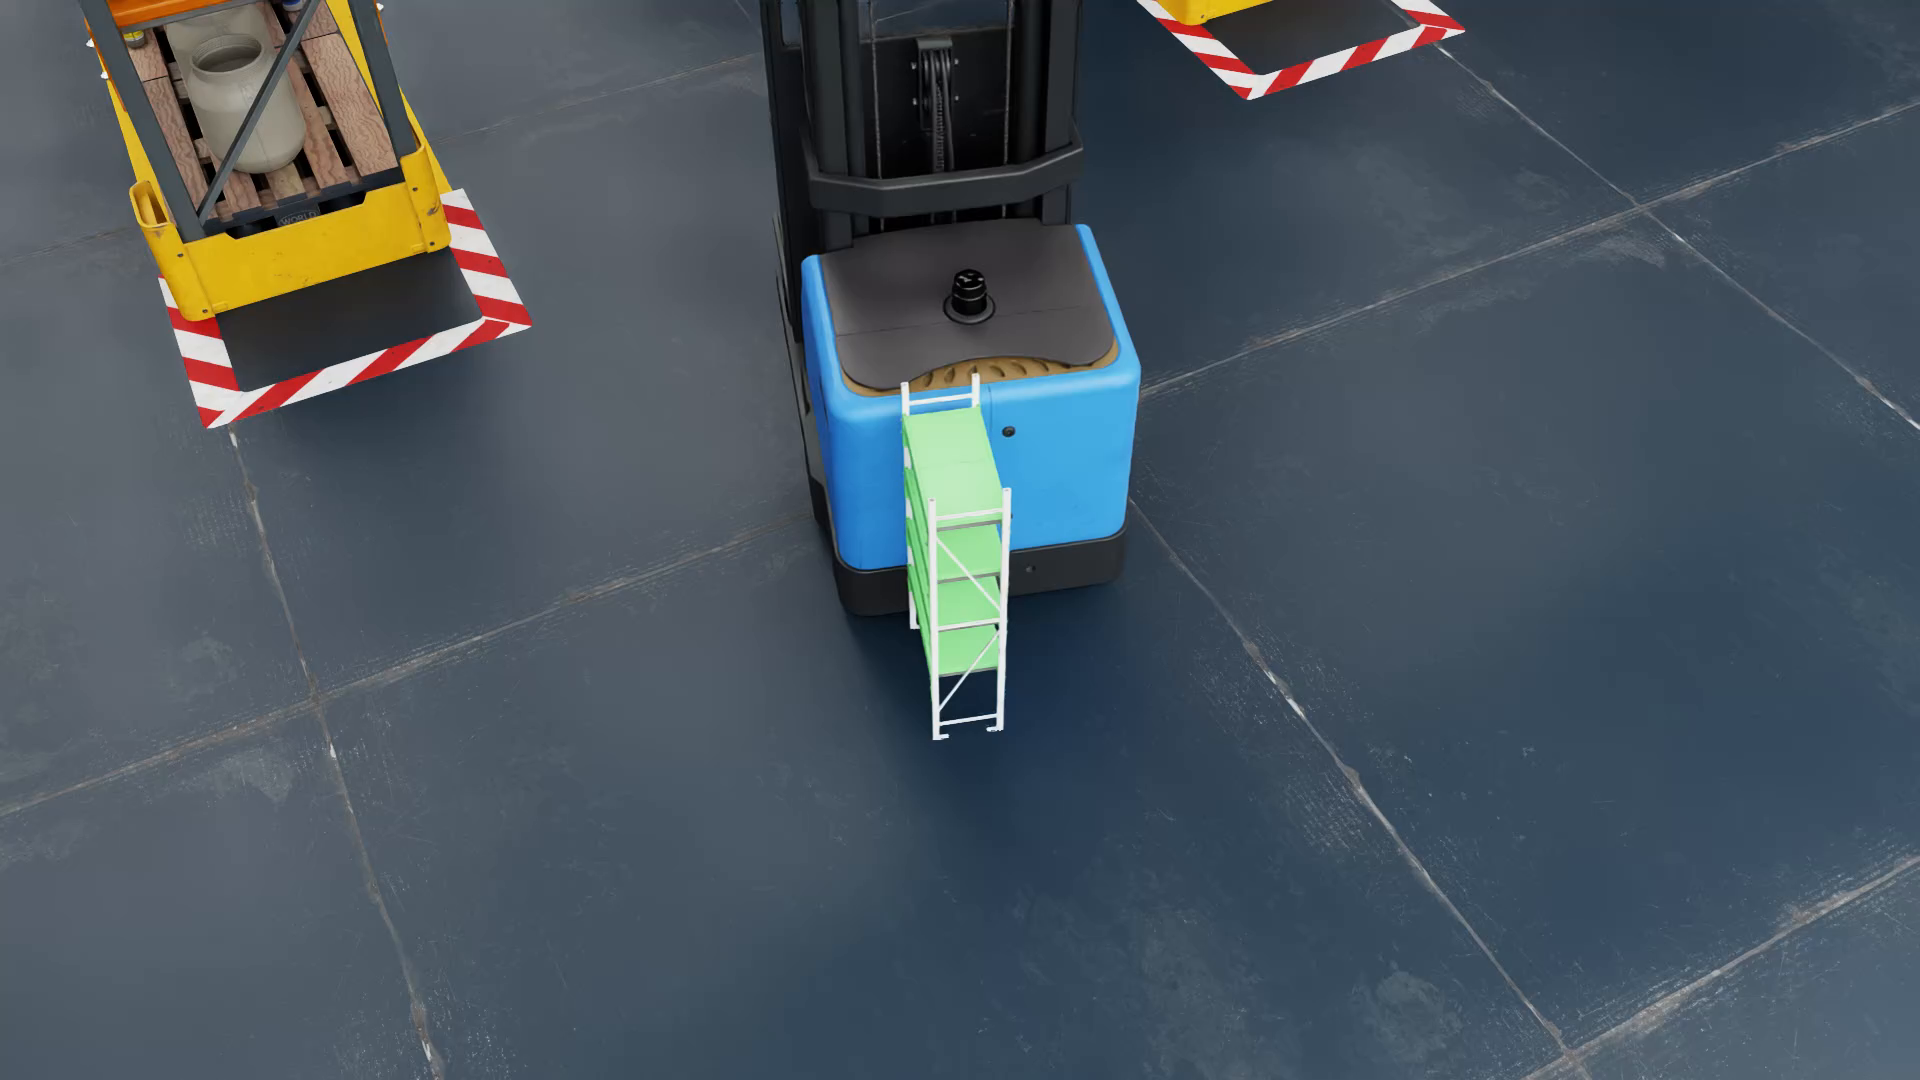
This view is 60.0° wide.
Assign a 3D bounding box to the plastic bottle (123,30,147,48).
[{"bbox_3d":[-3.998,-2.482,7.995,0.097,0.201,0.097,0,49,0],"label":"plastic bottle"}]

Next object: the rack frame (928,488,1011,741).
[{"bbox_3d":[0.027,0.266,5.220,0.240,1.200,0.015,-8,49,-7],"label":"rack frame"}]

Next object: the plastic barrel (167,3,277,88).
[{"bbox_3d":[-3.366,-2.249,7.598,0.421,0.512,0.421,0,49,0],"label":"plastic barrel"}]

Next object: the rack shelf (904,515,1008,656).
[{"bbox_3d":[-0.017,0.127,5.426,0.258,0.148,0.480,-8,49,-7],"label":"rack shelf"}]

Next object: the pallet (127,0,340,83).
[{"bbox_3d":[-3.765,-2.658,8.435,1.003,0.211,1.213,-21,52,-18],"label":"pallet"}]

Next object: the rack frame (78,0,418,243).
[{"bbox_3d":[-2.768,-2.181,6.164,1.000,3.000,0.127,-21,52,-18],"label":"rack frame"}]

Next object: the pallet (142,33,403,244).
[{"bbox_3d":[-3.211,-1.843,7.721,1.003,0.211,1.213,-21,52,-18],"label":"pallet"}]

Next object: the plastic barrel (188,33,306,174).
[{"bbox_3d":[-3.137,-1.914,7.305,0.421,0.512,0.421,0,49,0],"label":"plastic barrel"}]

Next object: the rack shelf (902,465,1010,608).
[{"bbox_3d":[-0.017,-0.031,5.246,0.258,0.148,0.480,-8,49,-7],"label":"rack shelf"}]

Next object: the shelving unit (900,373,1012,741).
[{"bbox_3d":[-0.017,0.085,5.378,0.258,1.200,0.503,-8,49,-7],"label":"shelving unit"}]

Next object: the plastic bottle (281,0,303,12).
[{"bbox_3d":[-3.320,-2.748,8.181,0.097,0.271,0.097,0,49,0],"label":"plastic bottle"}]

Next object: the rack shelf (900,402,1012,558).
[{"bbox_3d":[-0.017,-0.189,5.065,0.258,0.148,0.480,-8,49,-7],"label":"rack shelf"}]

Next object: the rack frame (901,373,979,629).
[{"bbox_3d":[-0.060,-0.096,5.536,0.240,1.200,0.015,-8,49,-7],"label":"rack frame"}]

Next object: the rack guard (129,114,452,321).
[{"bbox_3d":[-2.844,-1.392,7.136,1.175,0.500,0.348,-21,52,-18],"label":"rack guard"}]

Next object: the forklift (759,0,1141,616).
[{"bbox_3d":[-0.169,-1.826,5.900,1.130,2.935,3.031,-8,49,-7],"label":"forklift"}]

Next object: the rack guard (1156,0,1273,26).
[{"bbox_3d":[1.602,-3.114,8.642,1.175,0.500,0.348,-21,52,-18],"label":"rack guard"}]

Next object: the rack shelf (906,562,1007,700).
[{"bbox_3d":[-0.017,0.285,5.607,0.258,0.148,0.480,-8,49,-7],"label":"rack shelf"}]

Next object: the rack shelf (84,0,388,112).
[{"bbox_3d":[-3.683,-3.282,7.606,1.077,0.370,4.000,-21,52,-18],"label":"rack shelf"}]
